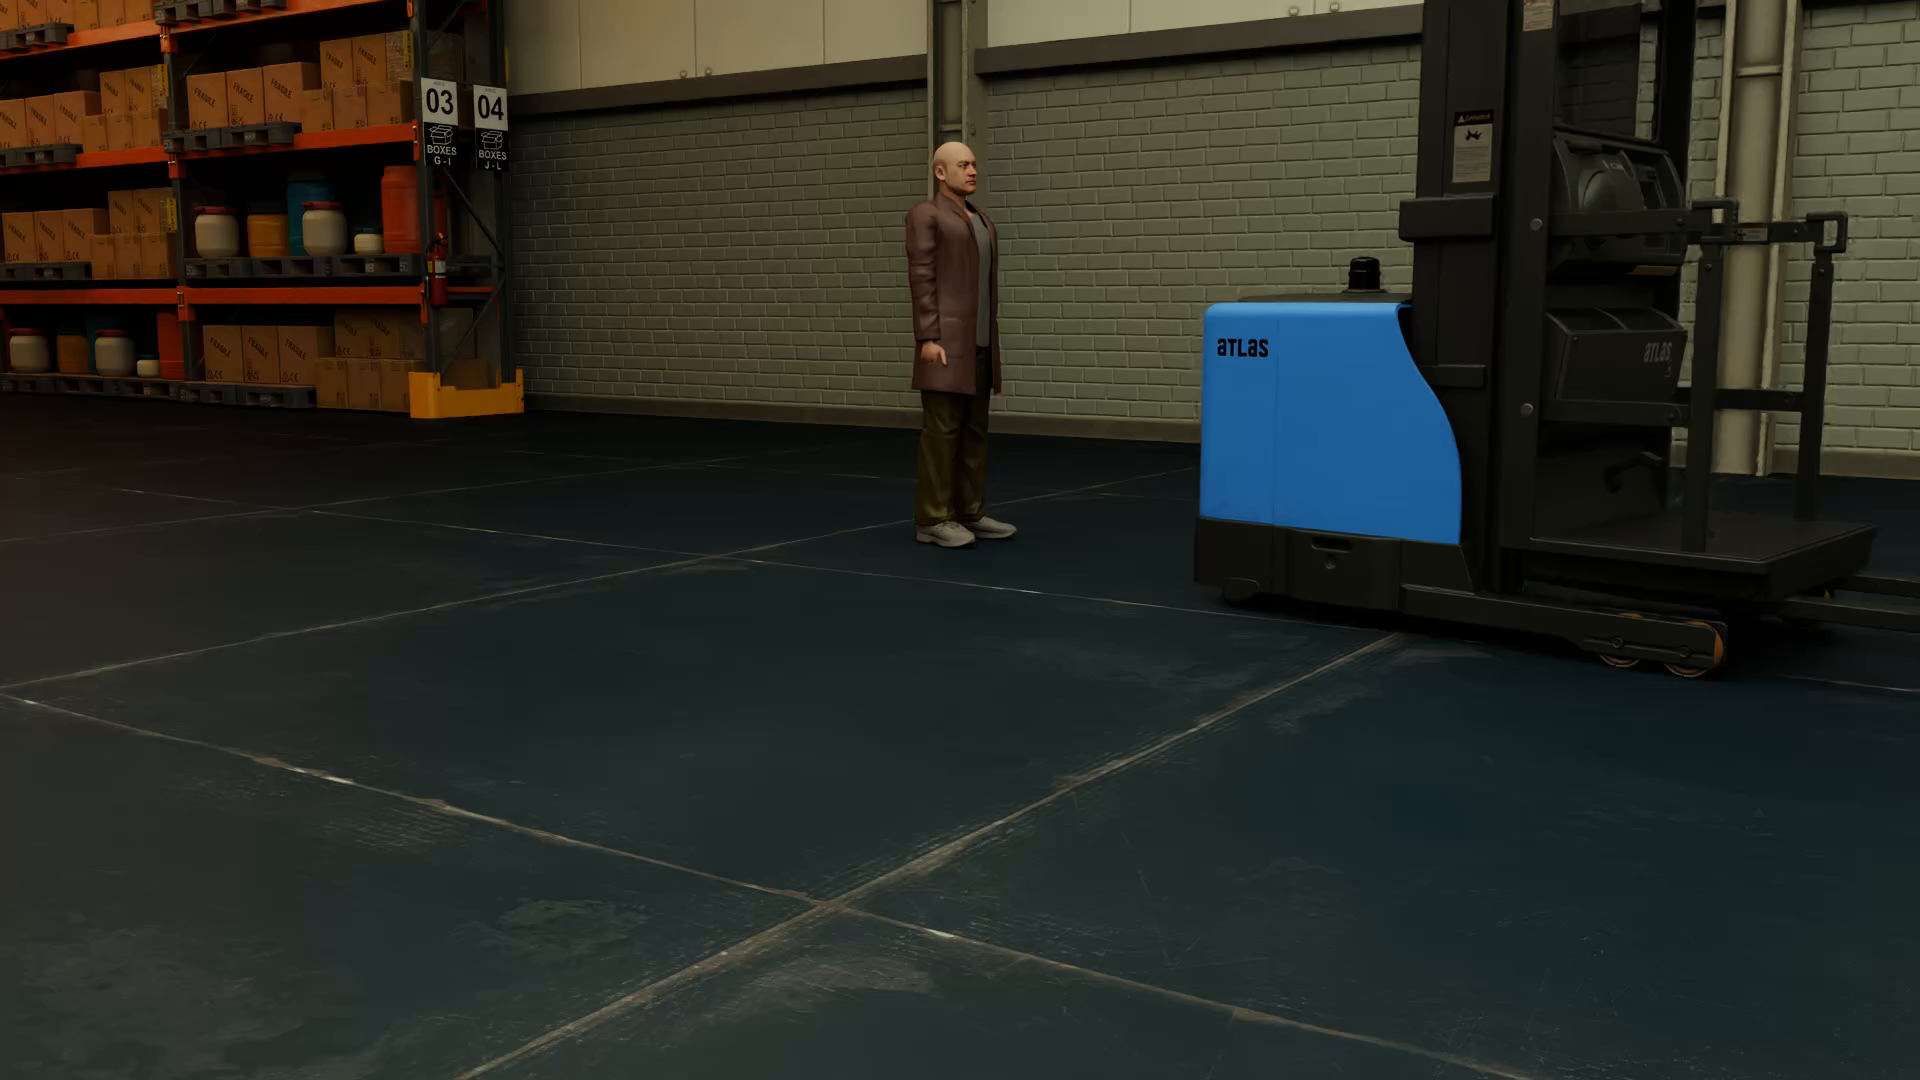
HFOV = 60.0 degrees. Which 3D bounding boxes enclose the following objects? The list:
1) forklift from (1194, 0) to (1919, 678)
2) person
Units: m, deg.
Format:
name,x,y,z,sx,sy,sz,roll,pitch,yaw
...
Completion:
name,x,y,z,sx,sy,sz,roll,pitch,yaw
forklift,2.262,-1.135,5.175,3.031,2.935,1.130,8,11,43
person,0.023,-0.882,7.476,0.390,1.782,0.551,5,10,34
